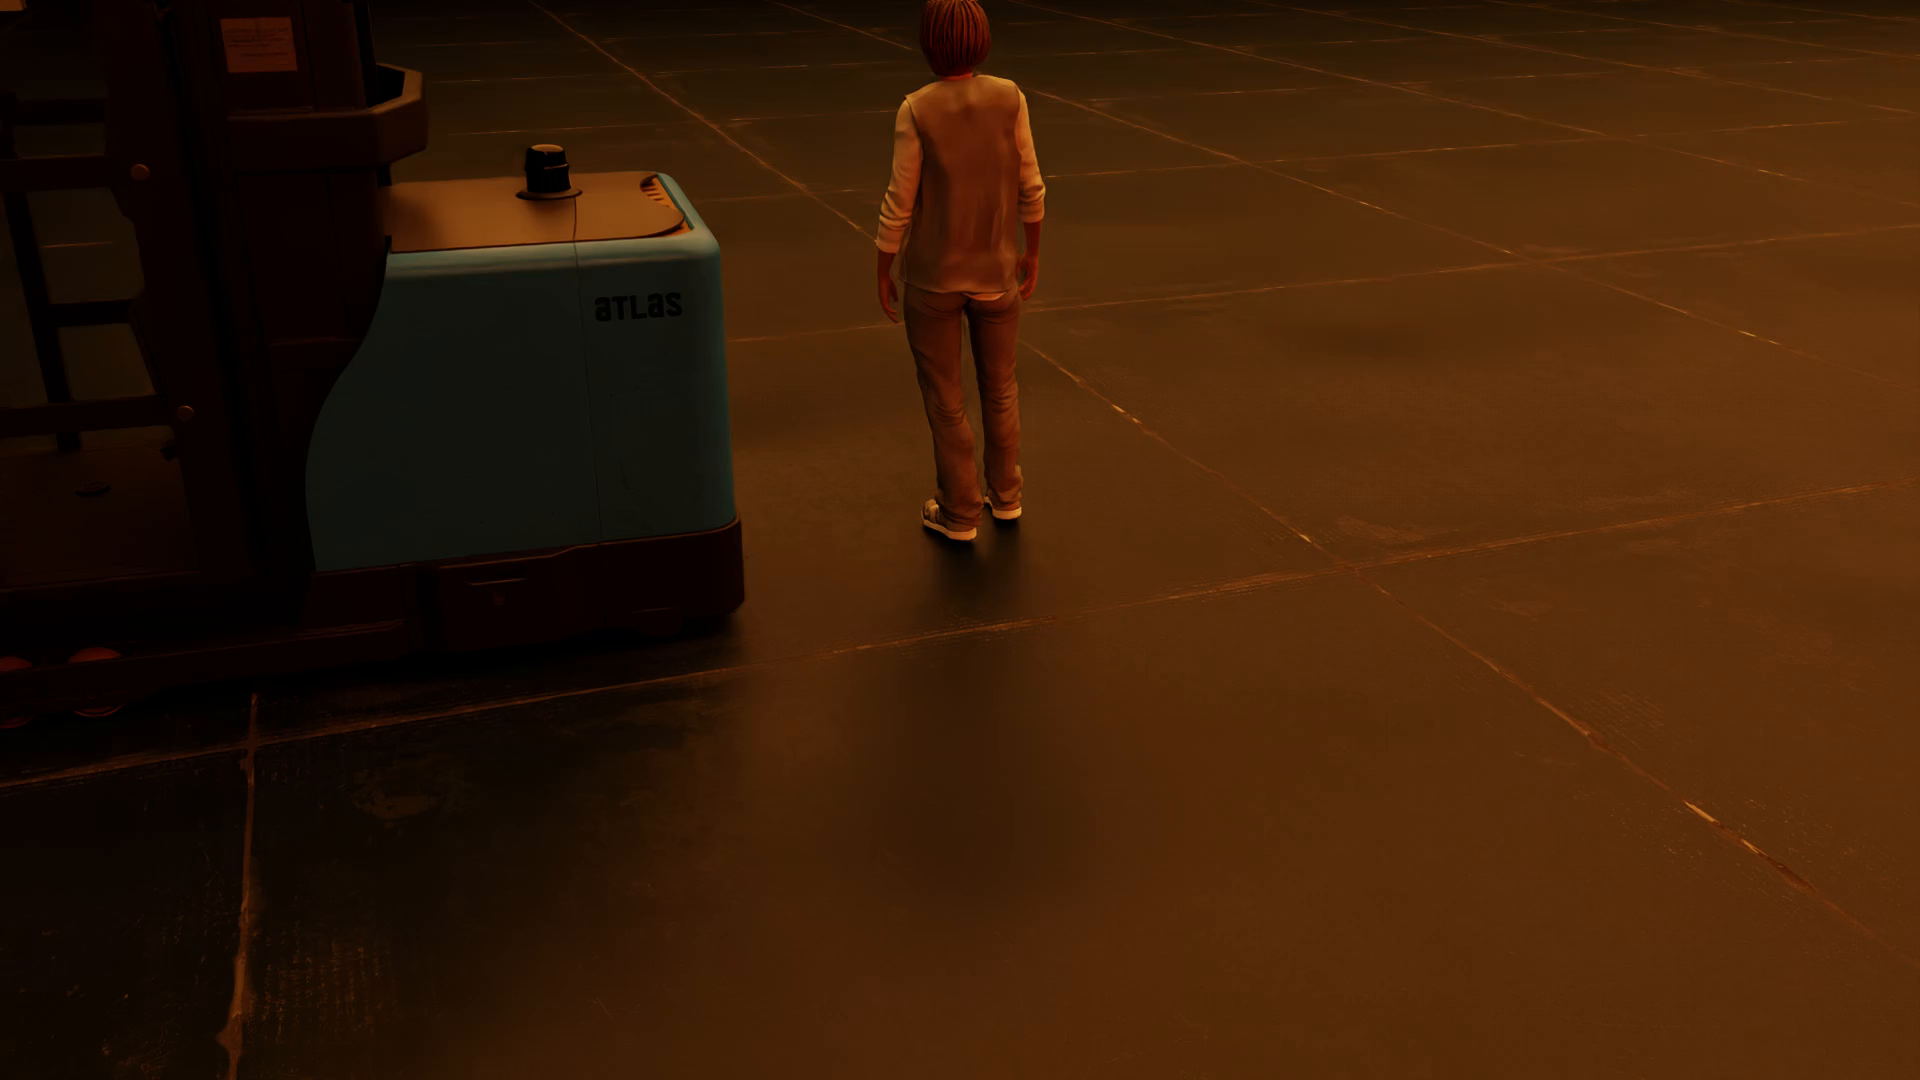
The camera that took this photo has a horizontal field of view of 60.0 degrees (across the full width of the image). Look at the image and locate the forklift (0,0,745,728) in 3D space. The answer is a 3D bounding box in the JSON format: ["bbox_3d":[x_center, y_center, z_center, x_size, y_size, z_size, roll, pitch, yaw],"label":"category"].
[{"bbox_3d":[-2.160,-1.126,3.976,3.031,2.935,1.130,-6,24,-15],"label":"forklift"}]

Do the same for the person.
[{"bbox_3d":[-0.015,-0.774,4.844,0.505,1.598,0.482,-6,24,-15],"label":"person"}]
